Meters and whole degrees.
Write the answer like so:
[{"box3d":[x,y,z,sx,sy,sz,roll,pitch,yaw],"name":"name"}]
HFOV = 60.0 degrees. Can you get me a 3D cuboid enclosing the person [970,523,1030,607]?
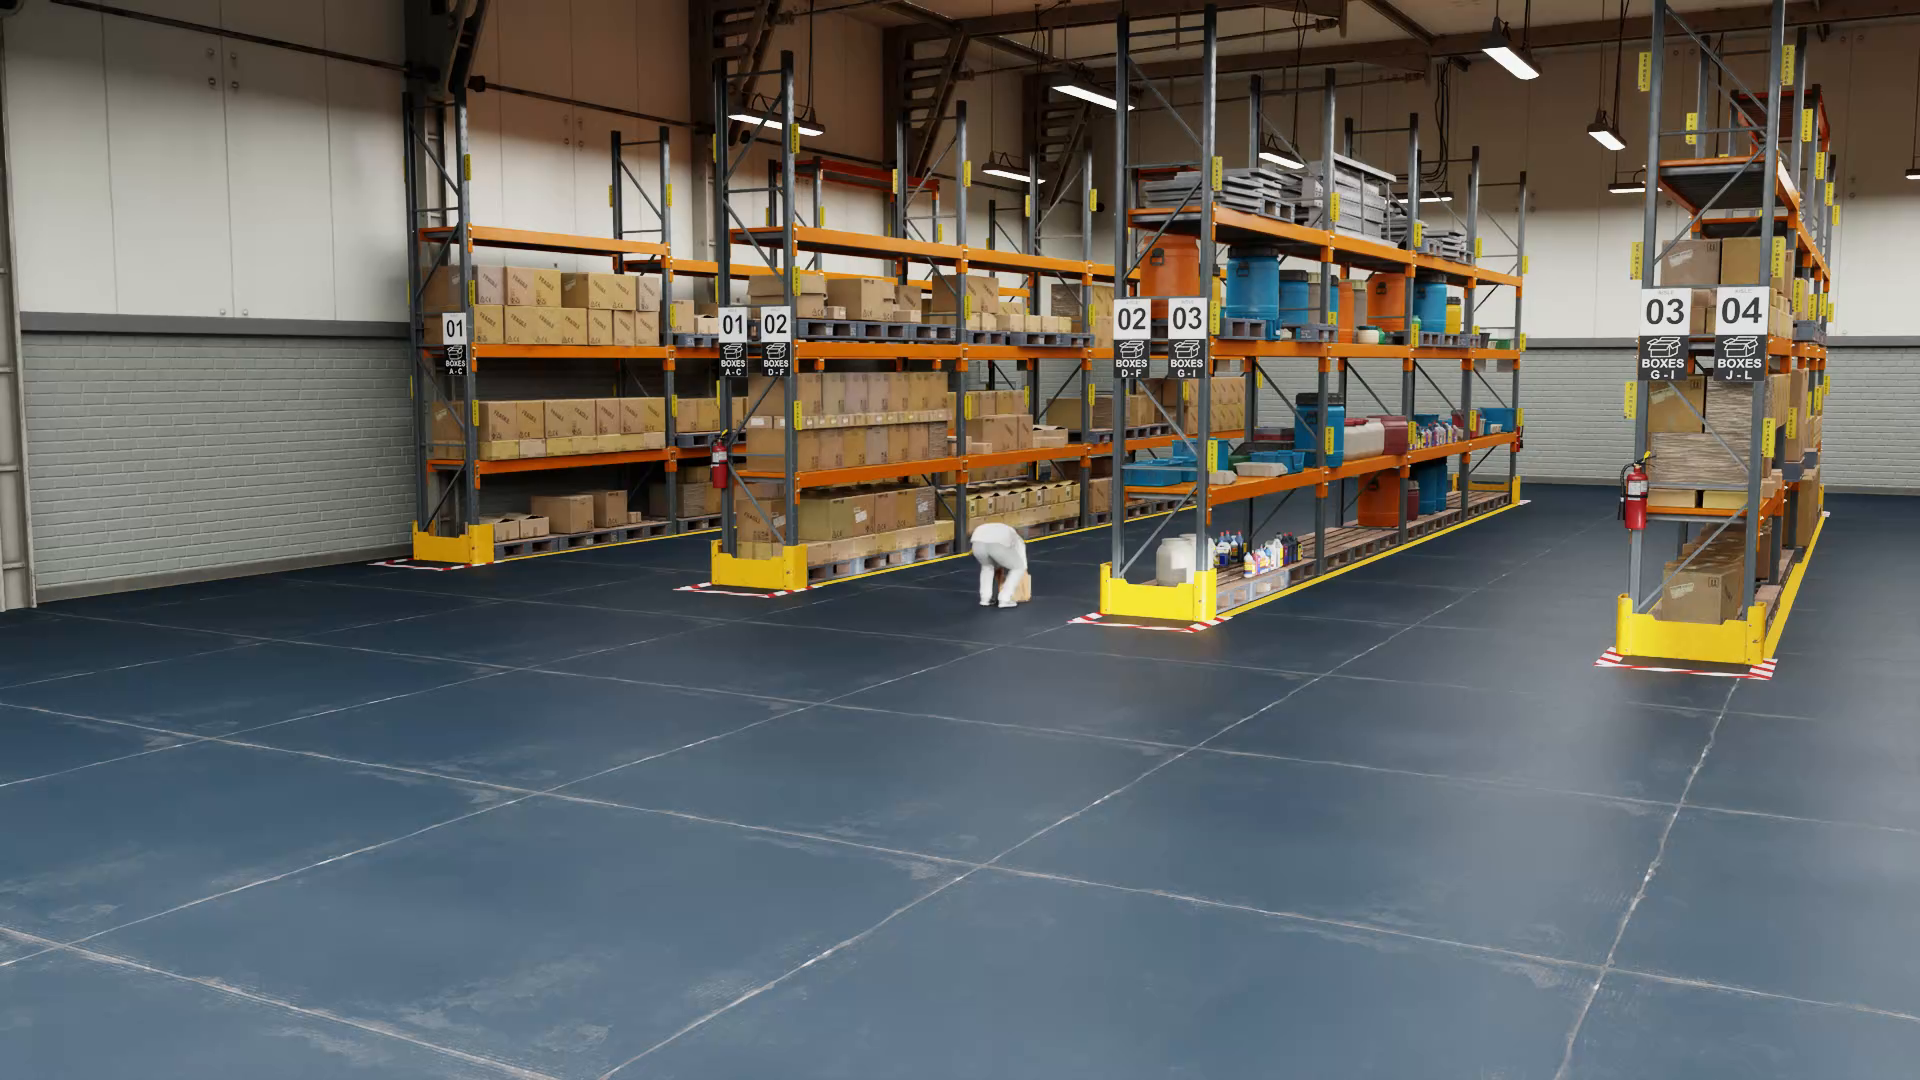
[{"box3d":[0.451,0.248,17.725,0.507,0.886,0.936,3,7,26],"name":"person"}]
